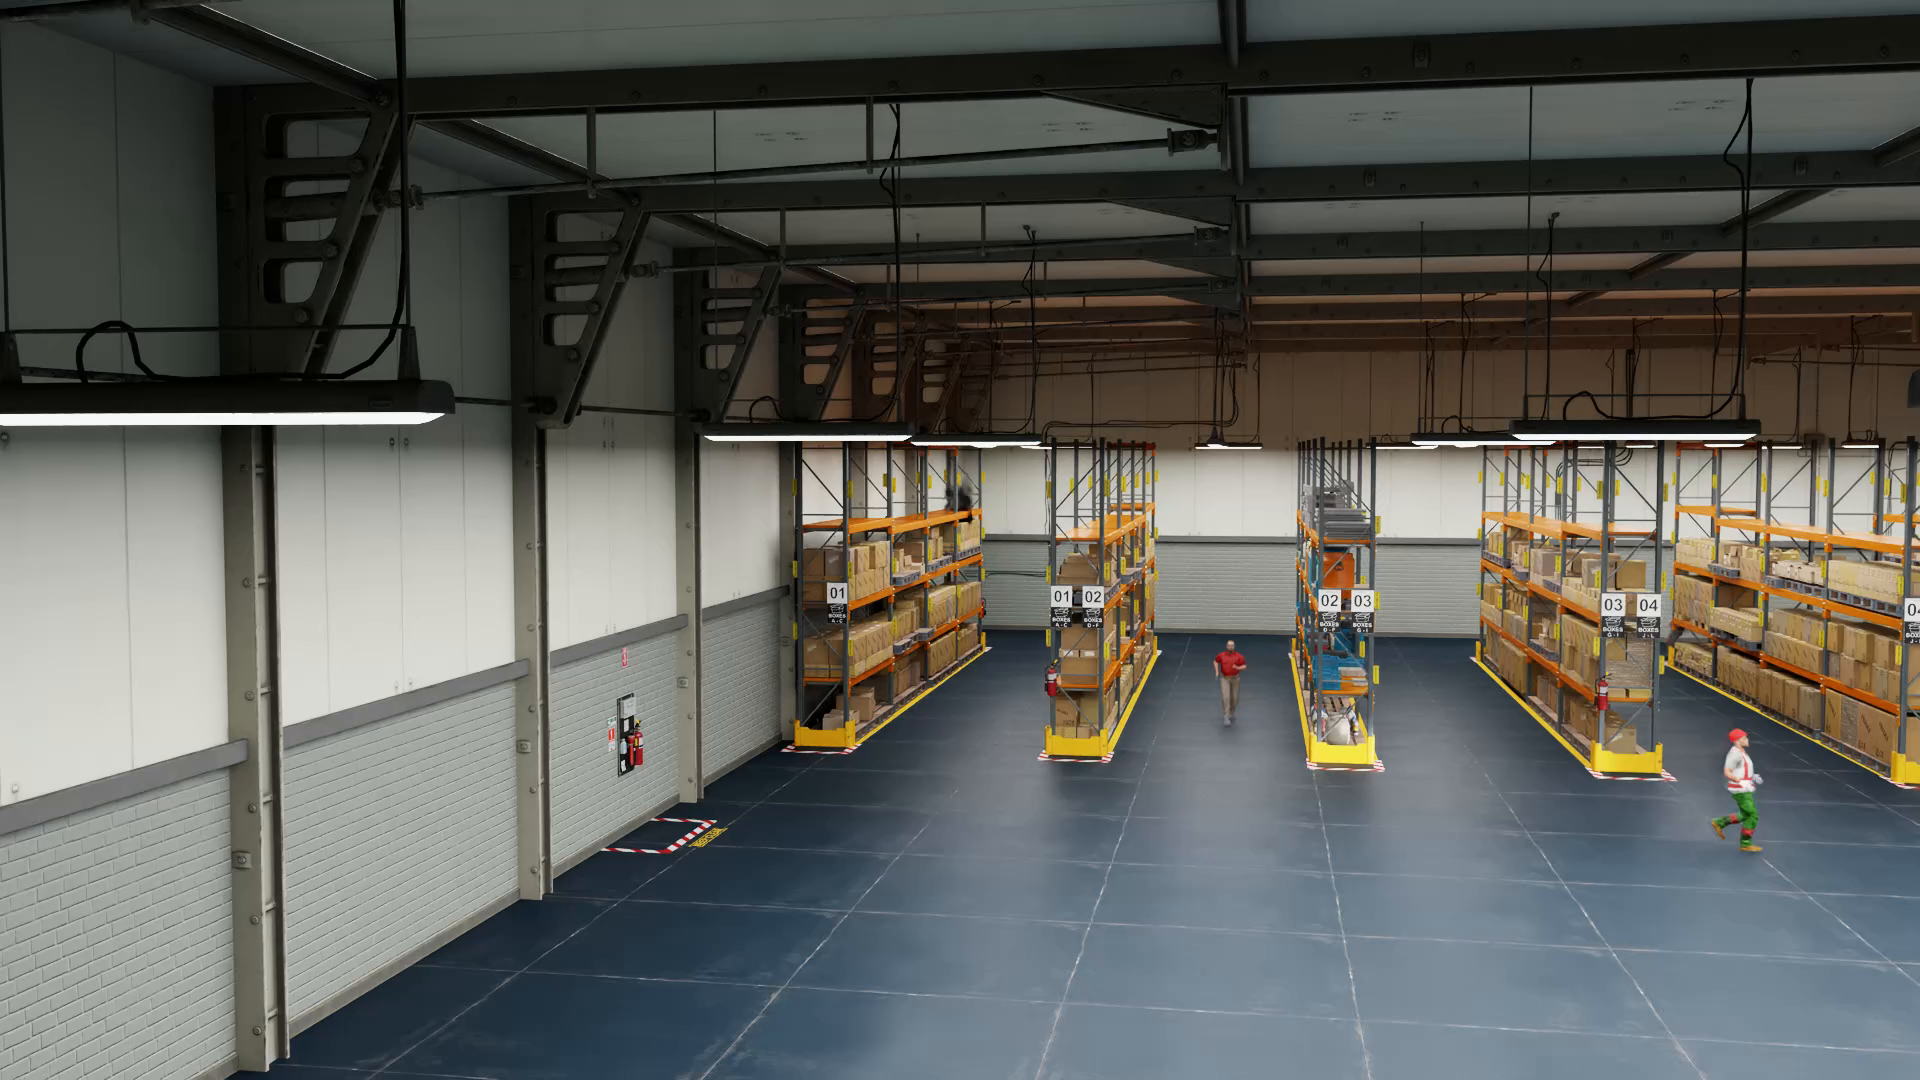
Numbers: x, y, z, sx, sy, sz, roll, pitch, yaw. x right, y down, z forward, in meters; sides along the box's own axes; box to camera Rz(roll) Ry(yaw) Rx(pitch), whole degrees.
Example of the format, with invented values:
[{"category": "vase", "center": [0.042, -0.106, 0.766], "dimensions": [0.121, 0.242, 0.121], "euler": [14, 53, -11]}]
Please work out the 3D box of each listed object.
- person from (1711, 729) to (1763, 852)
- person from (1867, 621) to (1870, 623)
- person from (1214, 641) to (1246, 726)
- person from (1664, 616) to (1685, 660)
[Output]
[{"category": "person", "center": [11.168, 3.585, 23.897], "dimensions": [0.709, 1.741, 0.659], "euler": [2, 4, 33]}, {"category": "person", "center": [24.796, 2.543, 45.079], "dimensions": [0.627, 1.623, 0.668], "euler": [2, 4, 36]}, {"category": "person", "center": [5.695, 2.984, 35.044], "dimensions": [0.658, 1.730, 0.965], "euler": [0, 3, 5]}, {"category": "person", "center": [19.682, 2.479, 45.756], "dimensions": [0.707, 1.662, 0.678], "euler": [1, 3, 11]}]
